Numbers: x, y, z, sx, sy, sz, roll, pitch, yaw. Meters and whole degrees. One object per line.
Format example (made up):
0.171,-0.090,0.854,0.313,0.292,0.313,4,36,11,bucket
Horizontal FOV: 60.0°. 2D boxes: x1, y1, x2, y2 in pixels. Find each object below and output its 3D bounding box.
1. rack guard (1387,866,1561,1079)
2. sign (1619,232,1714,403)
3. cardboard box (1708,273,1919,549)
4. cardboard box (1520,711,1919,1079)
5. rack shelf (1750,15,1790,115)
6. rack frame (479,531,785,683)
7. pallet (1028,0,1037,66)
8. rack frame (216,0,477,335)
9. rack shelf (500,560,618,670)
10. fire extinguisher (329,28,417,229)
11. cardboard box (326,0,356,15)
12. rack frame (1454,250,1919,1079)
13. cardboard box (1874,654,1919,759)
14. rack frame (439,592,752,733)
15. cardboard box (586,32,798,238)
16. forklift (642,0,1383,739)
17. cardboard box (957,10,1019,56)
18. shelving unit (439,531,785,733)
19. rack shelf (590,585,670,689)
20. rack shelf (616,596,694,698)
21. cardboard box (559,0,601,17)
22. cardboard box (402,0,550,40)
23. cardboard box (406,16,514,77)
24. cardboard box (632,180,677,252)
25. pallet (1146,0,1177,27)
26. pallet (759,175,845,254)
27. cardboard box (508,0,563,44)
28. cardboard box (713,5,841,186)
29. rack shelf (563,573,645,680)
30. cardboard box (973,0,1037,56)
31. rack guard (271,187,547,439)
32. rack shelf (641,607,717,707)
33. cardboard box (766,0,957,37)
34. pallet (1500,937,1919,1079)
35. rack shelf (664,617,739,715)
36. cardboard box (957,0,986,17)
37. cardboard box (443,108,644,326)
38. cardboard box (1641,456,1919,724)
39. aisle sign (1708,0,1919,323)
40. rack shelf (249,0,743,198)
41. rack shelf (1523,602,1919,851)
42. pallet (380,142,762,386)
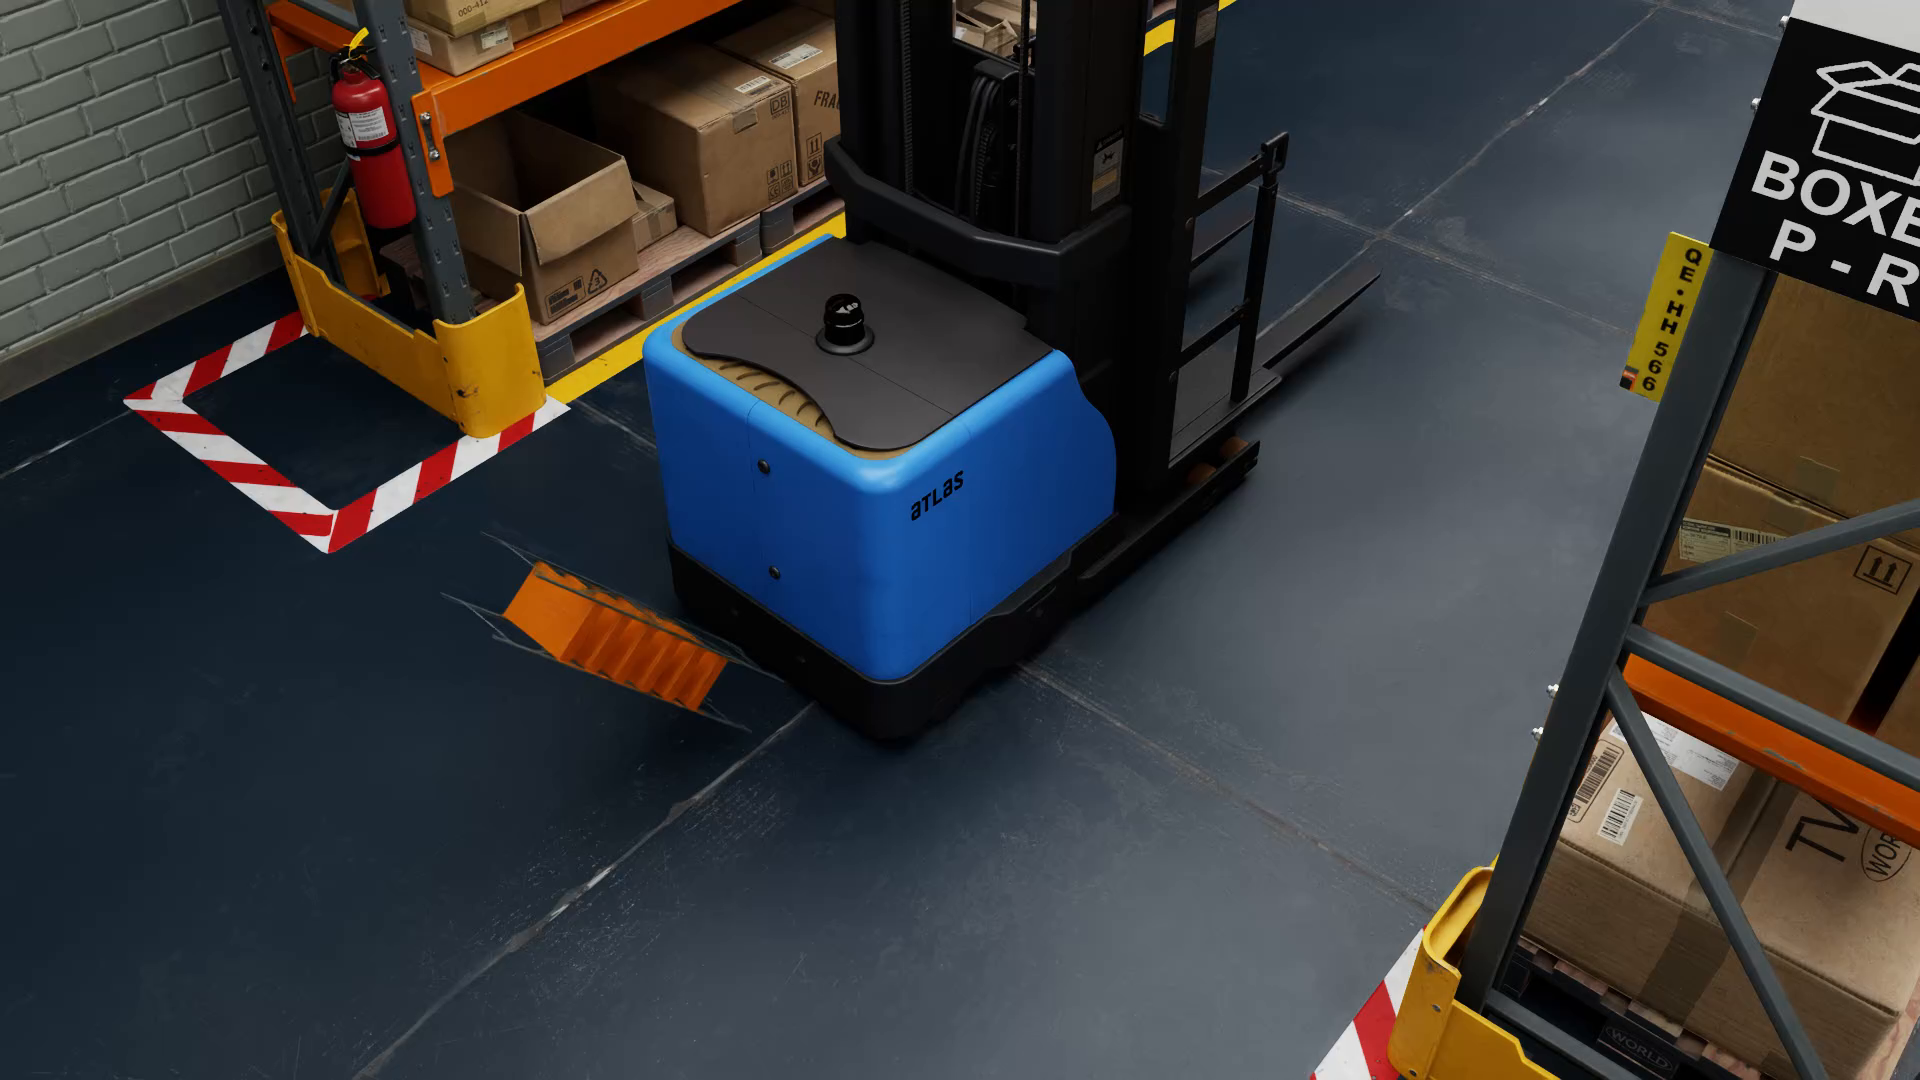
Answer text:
1.632,1.315,3.932,1.175,0.500,0.348,29,50,28,rack guard
1.241,-0.380,2.902,0.100,0.325,0.005,29,50,28,sign
1.776,-0.380,3.121,0.500,0.500,0.500,31,51,30,cardboard box
1.996,0.787,4.247,0.875,0.438,0.875,28,49,27,cardboard box
2.935,-1.496,3.470,1.077,0.370,4.000,29,50,28,rack shelf
-0.874,0.207,4.641,0.240,1.200,0.006,32,88,30,rack frame
-0.022,-2.444,8.281,1.003,0.211,1.213,29,50,28,pallet
-2.154,-1.769,5.466,1.000,3.000,0.127,29,50,28,rack frame
-1.053,0.193,4.366,0.258,0.103,0.180,32,88,30,rack shelf
-1.895,-1.327,5.314,0.296,0.674,0.183,29,50,28,fire extinguisher
-2.146,-1.963,5.866,0.380,0.149,0.250,29,50,28,cardboard box
1.648,0.378,3.105,1.000,3.000,0.127,29,50,28,rack frame
2.176,0.218,3.206,0.500,0.500,0.500,29,50,28,cardboard box
-0.972,0.361,4.637,0.240,1.200,0.006,32,88,30,rack frame
-1.108,-1.697,6.933,0.700,0.500,0.500,32,51,30,cardboard box
0.420,-1.398,5.108,1.130,2.935,3.031,31,51,30,forklift
0.057,-2.375,7.852,0.396,0.266,0.258,31,51,30,cardboard box
-0.923,0.284,4.639,0.258,1.200,0.189,32,88,30,shelving unit
-0.954,0.262,4.573,0.258,0.103,0.180,32,88,30,rack shelf
-0.905,0.297,4.677,0.258,0.103,0.180,32,88,30,rack shelf
-1.462,-2.028,5.938,0.380,0.149,0.250,29,50,28,cardboard box
-1.656,-1.941,5.545,0.500,0.250,0.500,30,50,29,cardboard box
-1.732,-1.727,5.606,0.380,0.149,0.250,29,50,28,cardboard box
-1.385,-1.346,6.807,0.380,0.149,0.250,28,49,27,cardboard box
0.915,-3.232,9.148,1.003,0.211,1.213,29,50,28,pallet
-0.807,-1.813,7.587,1.003,0.211,1.213,29,50,28,pallet
-1.604,-1.878,5.772,0.380,0.149,0.250,31,51,29,cardboard box
-0.691,-1.926,7.184,0.500,0.500,0.500,30,50,29,cardboard box
-1.004,0.227,4.470,0.258,0.103,0.180,32,88,30,rack shelf
0.287,-2.515,8.094,0.380,0.149,0.250,28,49,27,cardboard box
-2.105,-0.884,6.350,1.175,0.500,0.348,29,50,28,rack guard
-0.855,0.331,4.781,0.258,0.103,0.180,32,88,30,rack shelf
-0.440,-2.232,7.520,0.700,0.500,0.500,28,49,27,cardboard box
2.102,0.964,4.533,1.003,0.211,1.213,29,50,28,pallet
-0.806,0.366,4.885,0.258,0.103,0.180,32,88,30,rack shelf
-0.186,-2.752,8.233,0.500,0.311,0.500,31,51,30,cardboard box
-1.688,-1.275,6.466,0.797,0.503,0.637,28,49,27,cardboard box
1.755,-0.022,3.470,0.500,0.500,0.500,30,50,29,cardboard box
1.364,-0.681,2.337,0.394,0.787,0.004,29,50,28,aisle sign
-0.867,-2.533,6.841,1.077,0.370,4.000,29,50,28,rack shelf
2.935,-0.386,4.479,1.077,0.370,4.000,29,50,28,rack shelf
-1.593,-1.187,6.899,1.003,0.211,1.213,29,50,28,pallet
